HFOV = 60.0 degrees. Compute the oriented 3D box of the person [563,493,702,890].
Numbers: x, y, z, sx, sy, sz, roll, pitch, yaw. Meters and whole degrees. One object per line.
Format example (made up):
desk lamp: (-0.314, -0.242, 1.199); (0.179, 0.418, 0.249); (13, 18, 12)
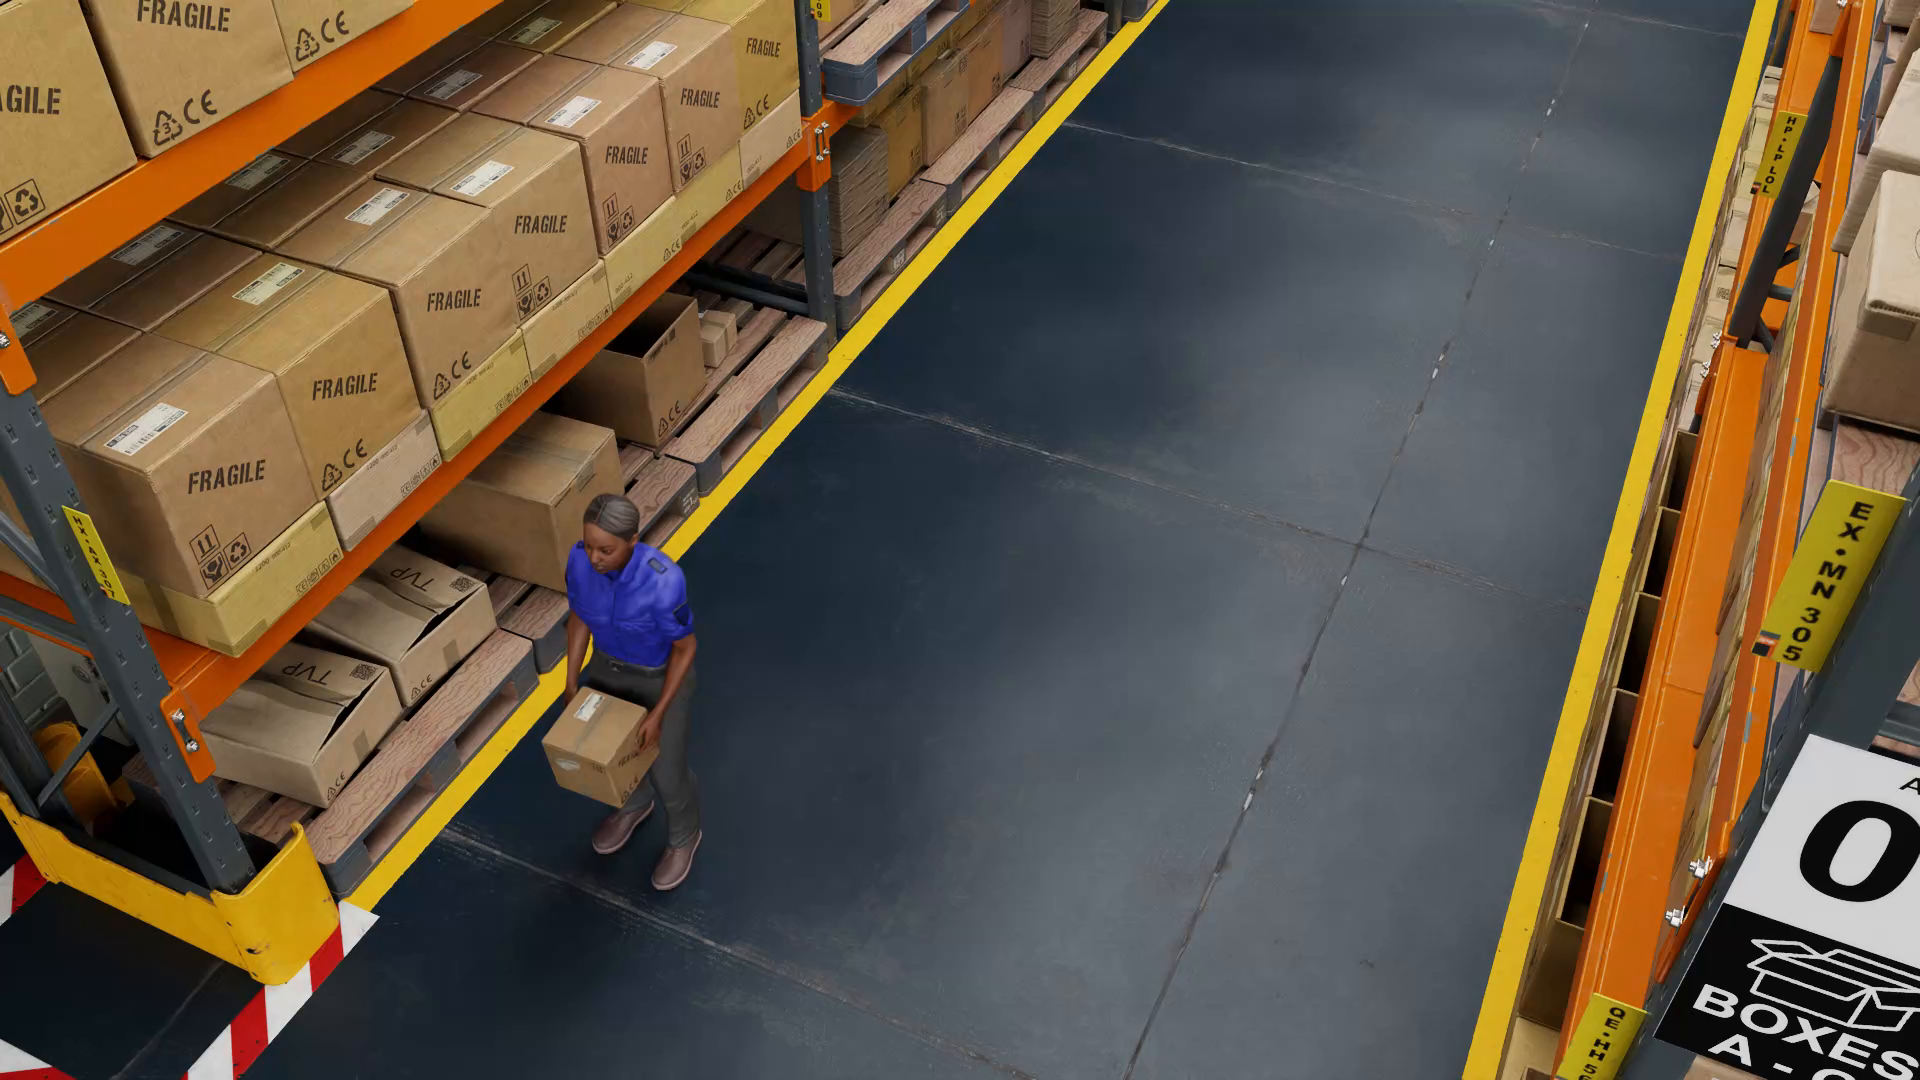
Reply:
person: (-1.102, 0.504, 5.603); (0.481, 1.662, 0.397); (17, 45, 18)
